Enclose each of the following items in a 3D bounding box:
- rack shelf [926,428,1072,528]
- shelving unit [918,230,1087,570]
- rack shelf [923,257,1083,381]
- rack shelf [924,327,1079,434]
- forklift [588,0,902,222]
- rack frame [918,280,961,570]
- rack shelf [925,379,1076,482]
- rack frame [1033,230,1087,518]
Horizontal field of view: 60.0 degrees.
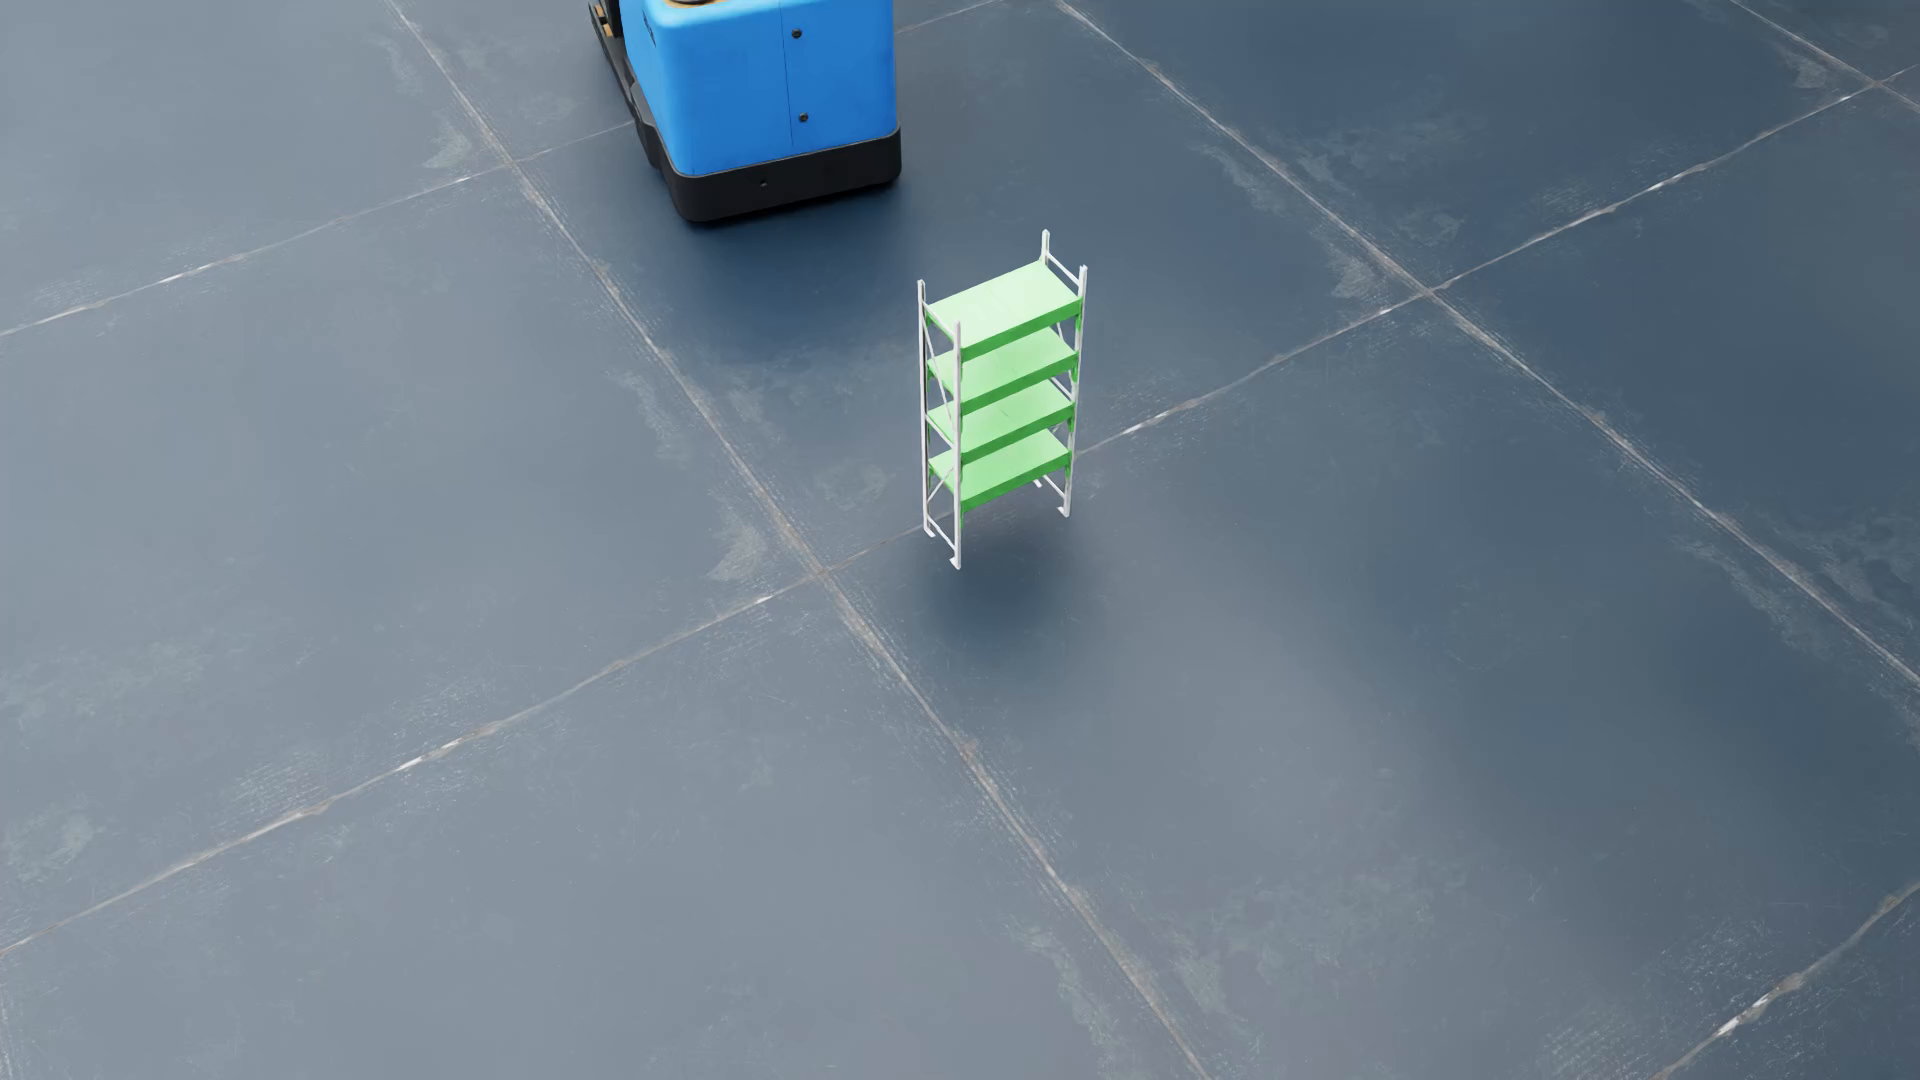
[{"bbox_3d":[0.140,-0.263,6.088,0.480,0.148,0.258,-25,53,-21],"label":"rack shelf"},{"bbox_3d":[0.140,-0.465,5.861,0.503,1.200,0.258,-25,53,-21],"label":"shelving unit"},{"bbox_3d":[0.140,-0.742,5.550,0.480,0.148,0.258,-25,53,-21],"label":"rack shelf"},{"bbox_3d":[0.140,-0.582,5.729,0.480,0.148,0.258,-25,53,-21],"label":"rack shelf"},{"bbox_3d":[-1.254,-3.519,7.421,1.130,2.935,3.031,-15,50,-13],"label":"forklift"},{"bbox_3d":[-0.066,-0.368,5.774,0.015,1.200,0.240,-25,53,-21],"label":"rack frame"},{"bbox_3d":[0.140,-0.422,5.908,0.480,0.148,0.258,-25,53,-21],"label":"rack shelf"},{"bbox_3d":[0.346,-0.562,5.947,0.015,1.200,0.240,-25,53,-21],"label":"rack frame"}]
